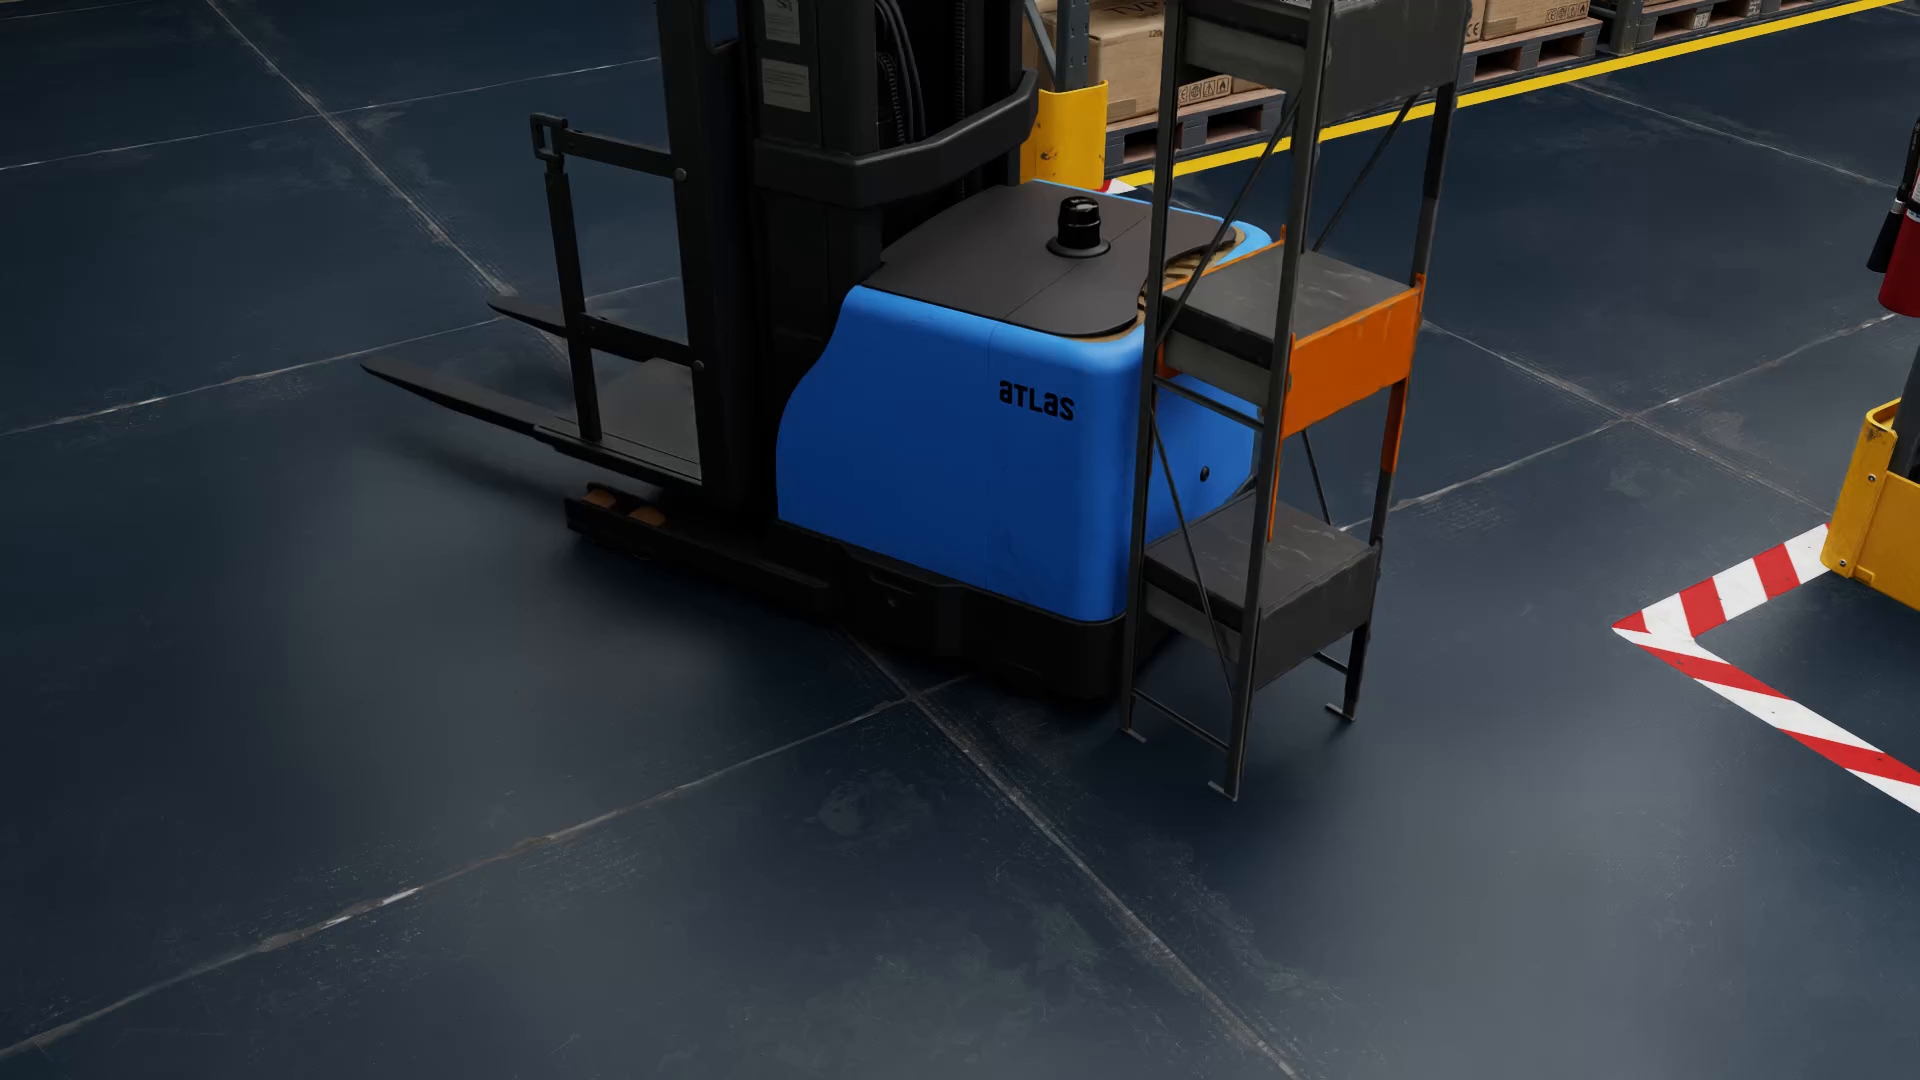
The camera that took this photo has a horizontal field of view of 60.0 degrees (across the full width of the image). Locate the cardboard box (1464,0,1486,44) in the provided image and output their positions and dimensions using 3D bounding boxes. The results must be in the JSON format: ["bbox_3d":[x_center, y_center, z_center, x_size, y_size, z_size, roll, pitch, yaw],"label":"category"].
[{"bbox_3d":[2.291,-3.022,9.236,0.875,0.438,0.875,-20,37,-29],"label":"cardboard box"}]

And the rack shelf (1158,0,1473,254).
[{"bbox_3d":[0.744,-0.972,3.536,0.480,0.518,0.431,-26,40,-34],"label":"rack shelf"}]

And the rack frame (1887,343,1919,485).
[{"bbox_3d":[3.034,-0.973,3.981,0.127,3.000,1.000,-19,37,-27],"label":"rack frame"}]

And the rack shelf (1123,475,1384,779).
[{"bbox_3d":[0.744,0.212,4.283,0.480,0.518,0.431,-26,40,-34],"label":"rack shelf"}]

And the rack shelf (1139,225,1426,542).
[{"bbox_3d":[0.744,-0.380,3.909,0.480,0.518,0.431,-26,40,-34],"label":"rack shelf"}]

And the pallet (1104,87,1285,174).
[{"bbox_3d":[0.896,-2.251,8.620,1.213,0.211,1.003,-19,37,-27],"label":"pallet"}]

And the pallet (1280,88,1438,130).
[{"bbox_3d":[1.921,-2.601,9.176,1.213,0.211,1.003,-19,37,-27],"label":"pallet"}]

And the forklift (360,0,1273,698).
[{"bbox_3d":[-0.637,-1.395,4.715,3.031,2.935,1.130,18,37,26],"label":"forklift"}]

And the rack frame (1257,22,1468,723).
[{"bbox_3d":[0.926,-0.478,4.040,0.015,2.100,0.400,-26,40,-34],"label":"rack frame"}]

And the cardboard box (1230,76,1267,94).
[{"bbox_3d":[1.532,-2.762,8.824,0.875,0.438,0.875,-18,36,-26],"label":"cardboard box"}]

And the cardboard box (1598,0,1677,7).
[{"bbox_3d":[4.106,-3.814,10.083,0.875,0.875,0.875,-18,36,-26],"label":"cardboard box"}]

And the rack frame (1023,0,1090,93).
[{"bbox_3d":[0.267,-3.164,7.454,0.127,3.000,1.000,-19,37,-27],"label":"rack frame"}]

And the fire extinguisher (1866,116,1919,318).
[{"bbox_3d":[2.572,-0.917,4.314,0.183,0.674,0.296,-19,37,-27],"label":"fire extinguisher"}]

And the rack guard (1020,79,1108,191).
[{"bbox_3d":[0.246,-2.100,8.110,0.348,0.500,1.175,-19,37,-27],"label":"rack guard"}]

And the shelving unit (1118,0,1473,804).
[{"bbox_3d":[0.744,-0.391,3.902,0.503,2.100,0.431,-26,40,-34],"label":"shelving unit"}]

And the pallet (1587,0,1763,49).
[{"bbox_3d":[4.236,-3.398,10.438,1.213,0.211,1.003,-19,37,-27],"label":"pallet"}]

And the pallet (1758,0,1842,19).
[{"bbox_3d":[5.263,-3.752,11.001,1.213,0.211,1.003,-19,37,-27],"label":"pallet"}]

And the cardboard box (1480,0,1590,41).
[{"bbox_3d":[3.043,-3.281,9.647,0.875,0.438,0.875,-20,37,-28],"label":"cardboard box"}]

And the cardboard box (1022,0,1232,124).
[{"bbox_3d":[0.767,-2.493,8.399,0.875,0.438,0.875,-20,38,-29],"label":"cardboard box"}]

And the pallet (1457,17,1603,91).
[{"bbox_3d":[2.947,-2.956,9.738,1.213,0.211,1.003,-19,37,-27],"label":"pallet"}]

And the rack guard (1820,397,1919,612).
[{"bbox_3d":[3.097,0.062,4.683,0.348,0.500,1.175,-19,37,-27],"label":"rack guard"}]

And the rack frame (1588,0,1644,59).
[{"bbox_3d":[3.629,-4.320,9.287,0.127,3.000,1.000,-19,37,-27],"label":"rack frame"}]

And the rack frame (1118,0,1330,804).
[{"bbox_3d":[0.562,-0.305,3.764,0.015,2.100,0.400,-26,40,-34],"label":"rack frame"}]
